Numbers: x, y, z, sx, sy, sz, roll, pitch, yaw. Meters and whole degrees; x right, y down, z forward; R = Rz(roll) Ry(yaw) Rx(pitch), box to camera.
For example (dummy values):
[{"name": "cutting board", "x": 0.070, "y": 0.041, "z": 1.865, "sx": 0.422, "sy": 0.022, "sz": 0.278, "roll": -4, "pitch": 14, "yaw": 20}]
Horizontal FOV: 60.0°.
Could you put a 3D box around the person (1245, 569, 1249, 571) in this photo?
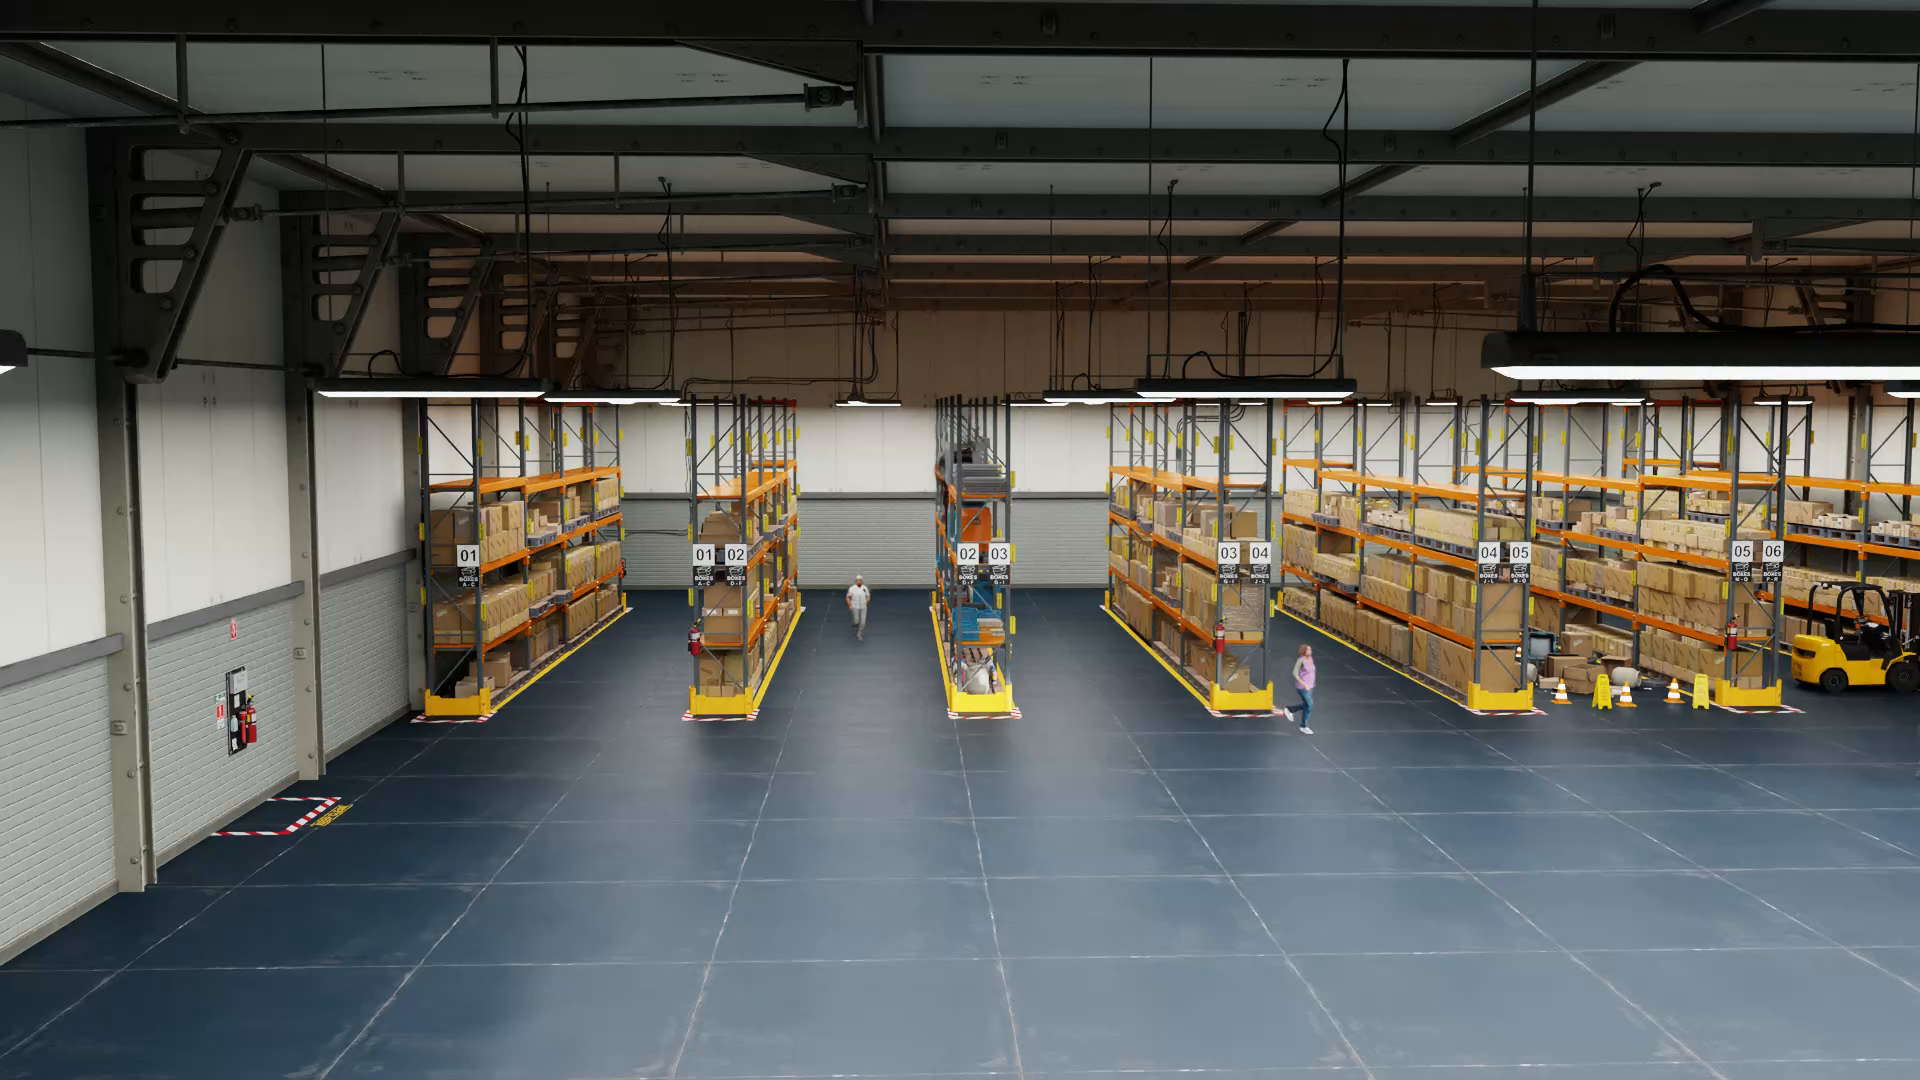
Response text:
[{"name": "person", "x": 7.932, "y": 1.216, "z": 46.934, "sx": 0.699, "sy": 1.654, "sz": 0.788, "roll": 2, "pitch": 5, "yaw": 23}]

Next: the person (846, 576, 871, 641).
[{"name": "person", "x": -2.490, "y": 1.686, "z": 41.080, "sx": 0.607, "sy": 1.614, "sz": 0.528, "roll": -1, "pitch": 5, "yaw": -16}]

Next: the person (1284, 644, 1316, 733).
[{"name": "person", "x": 6.036, "y": 2.624, "z": 29.561, "sx": 0.603, "sy": 1.588, "sz": 0.548, "roll": 4, "pitch": 6, "yaw": 43}]
